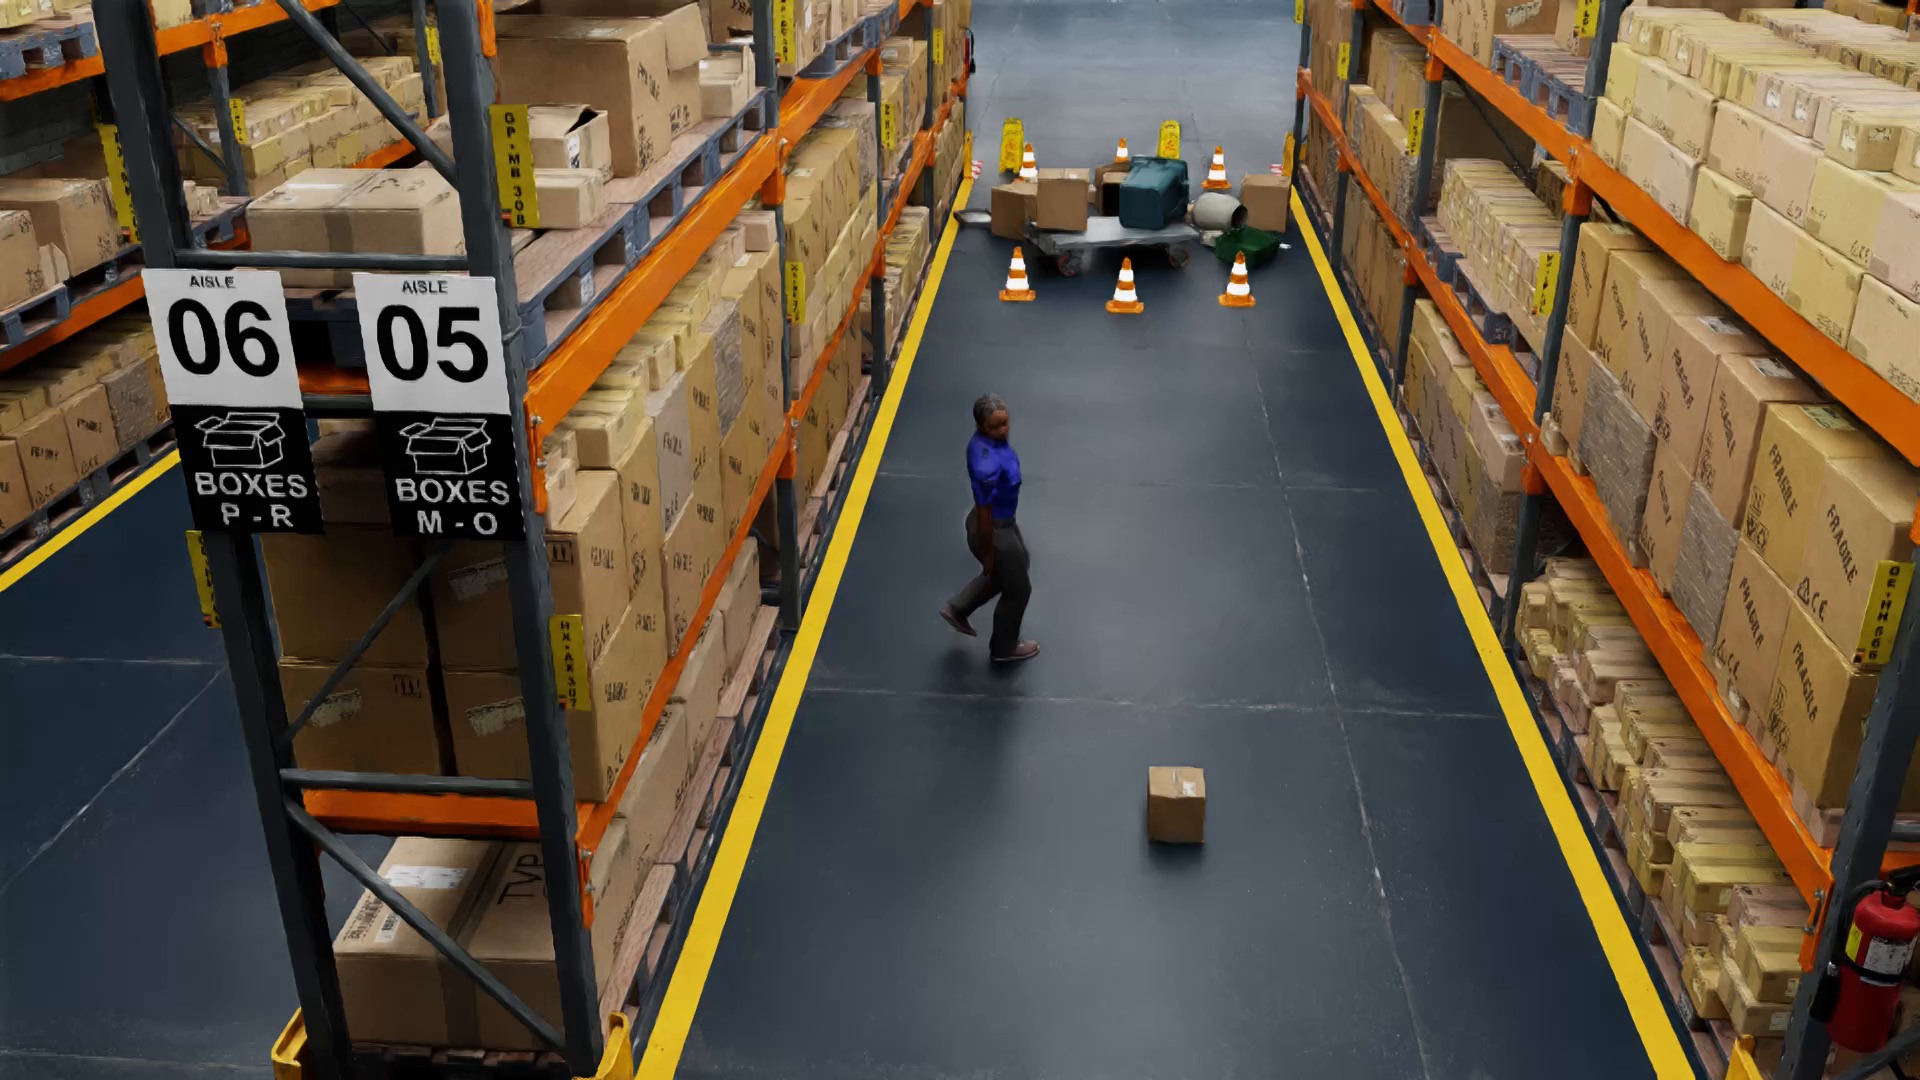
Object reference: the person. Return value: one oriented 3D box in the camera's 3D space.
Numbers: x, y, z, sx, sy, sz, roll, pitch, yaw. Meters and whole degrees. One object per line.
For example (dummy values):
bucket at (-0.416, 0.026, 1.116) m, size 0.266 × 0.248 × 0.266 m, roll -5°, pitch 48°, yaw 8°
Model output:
person at (0.175, -0.043, 8.746) m, size 0.554 × 1.619 × 0.550 m, roll -2°, pitch 25°, yaw -4°
